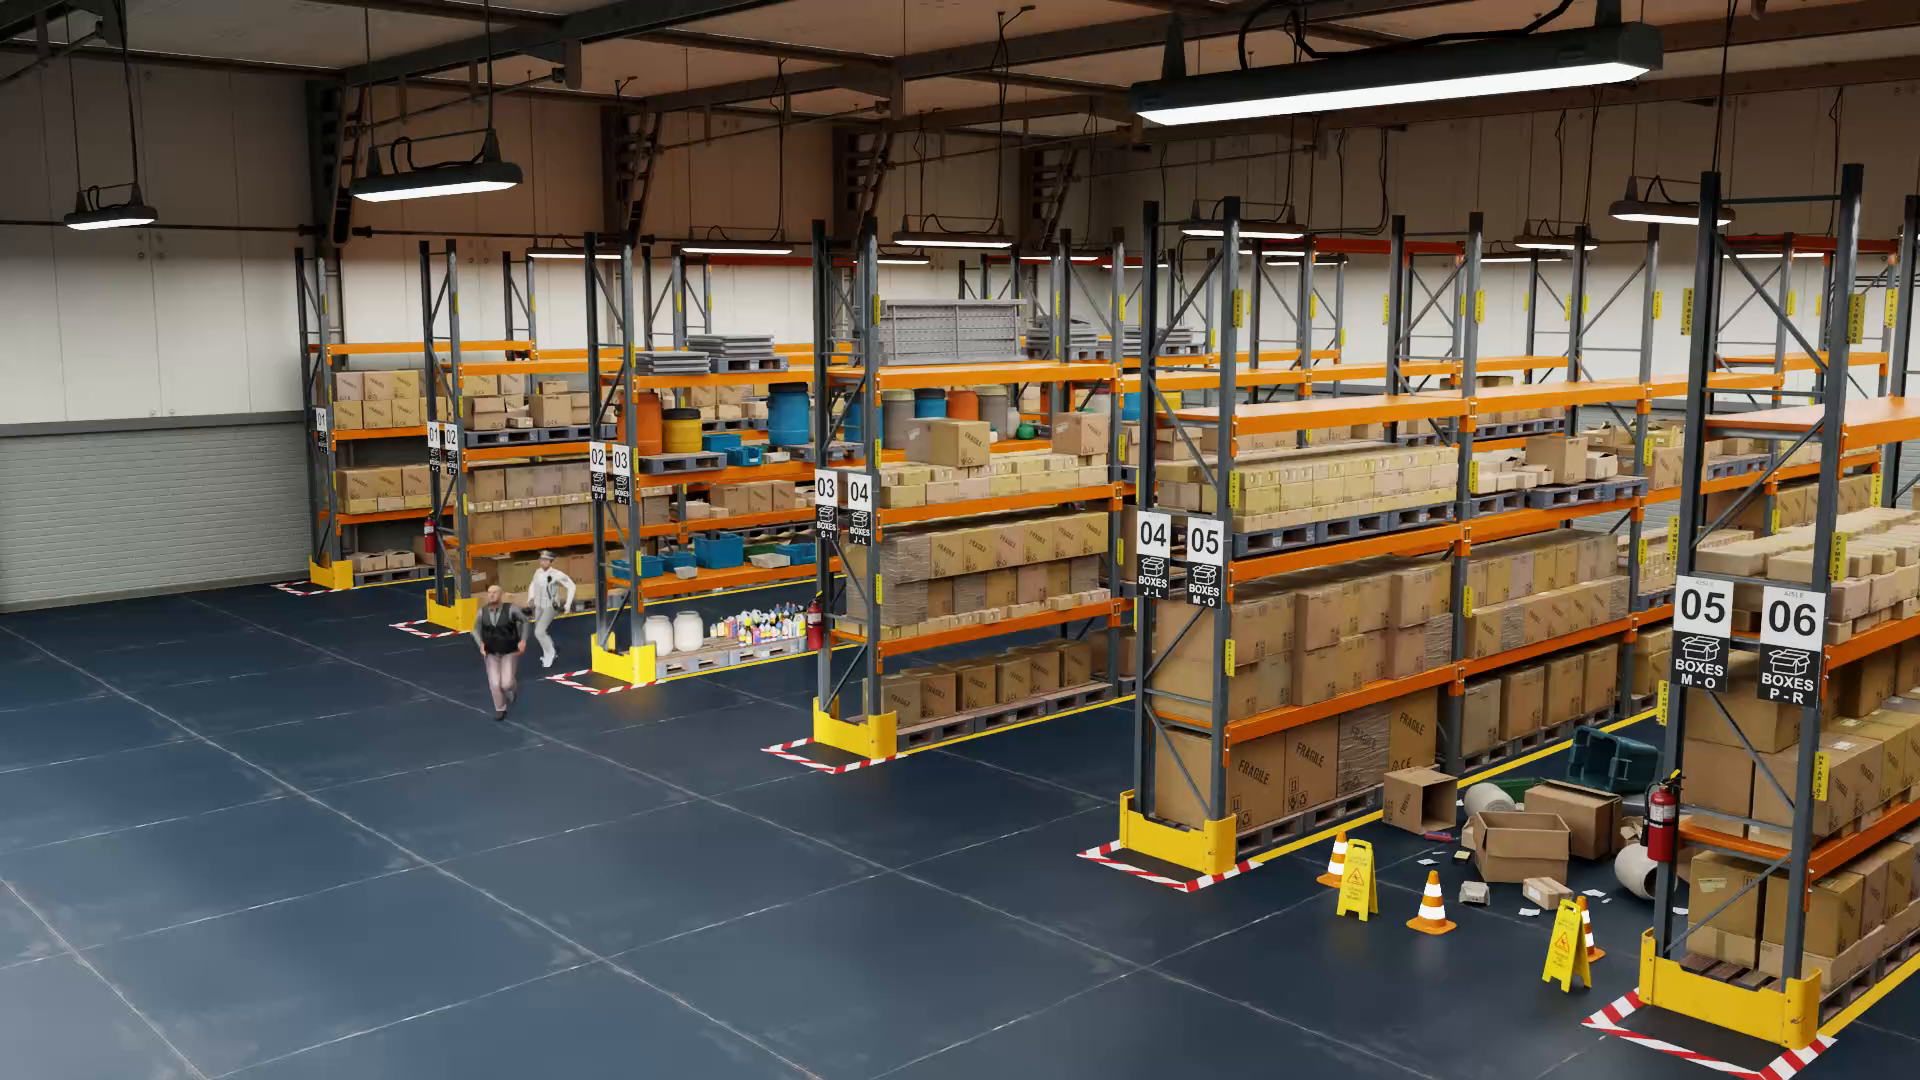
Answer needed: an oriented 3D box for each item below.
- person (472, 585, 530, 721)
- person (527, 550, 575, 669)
[{"bbox_3d":[-5.607,1.379,20.315,0.679,1.689,0.645,0,8,-2],"label":"person"},{"bbox_3d":[-5.732,0.961,23.192,0.672,1.685,0.624,5,10,29],"label":"person"}]
